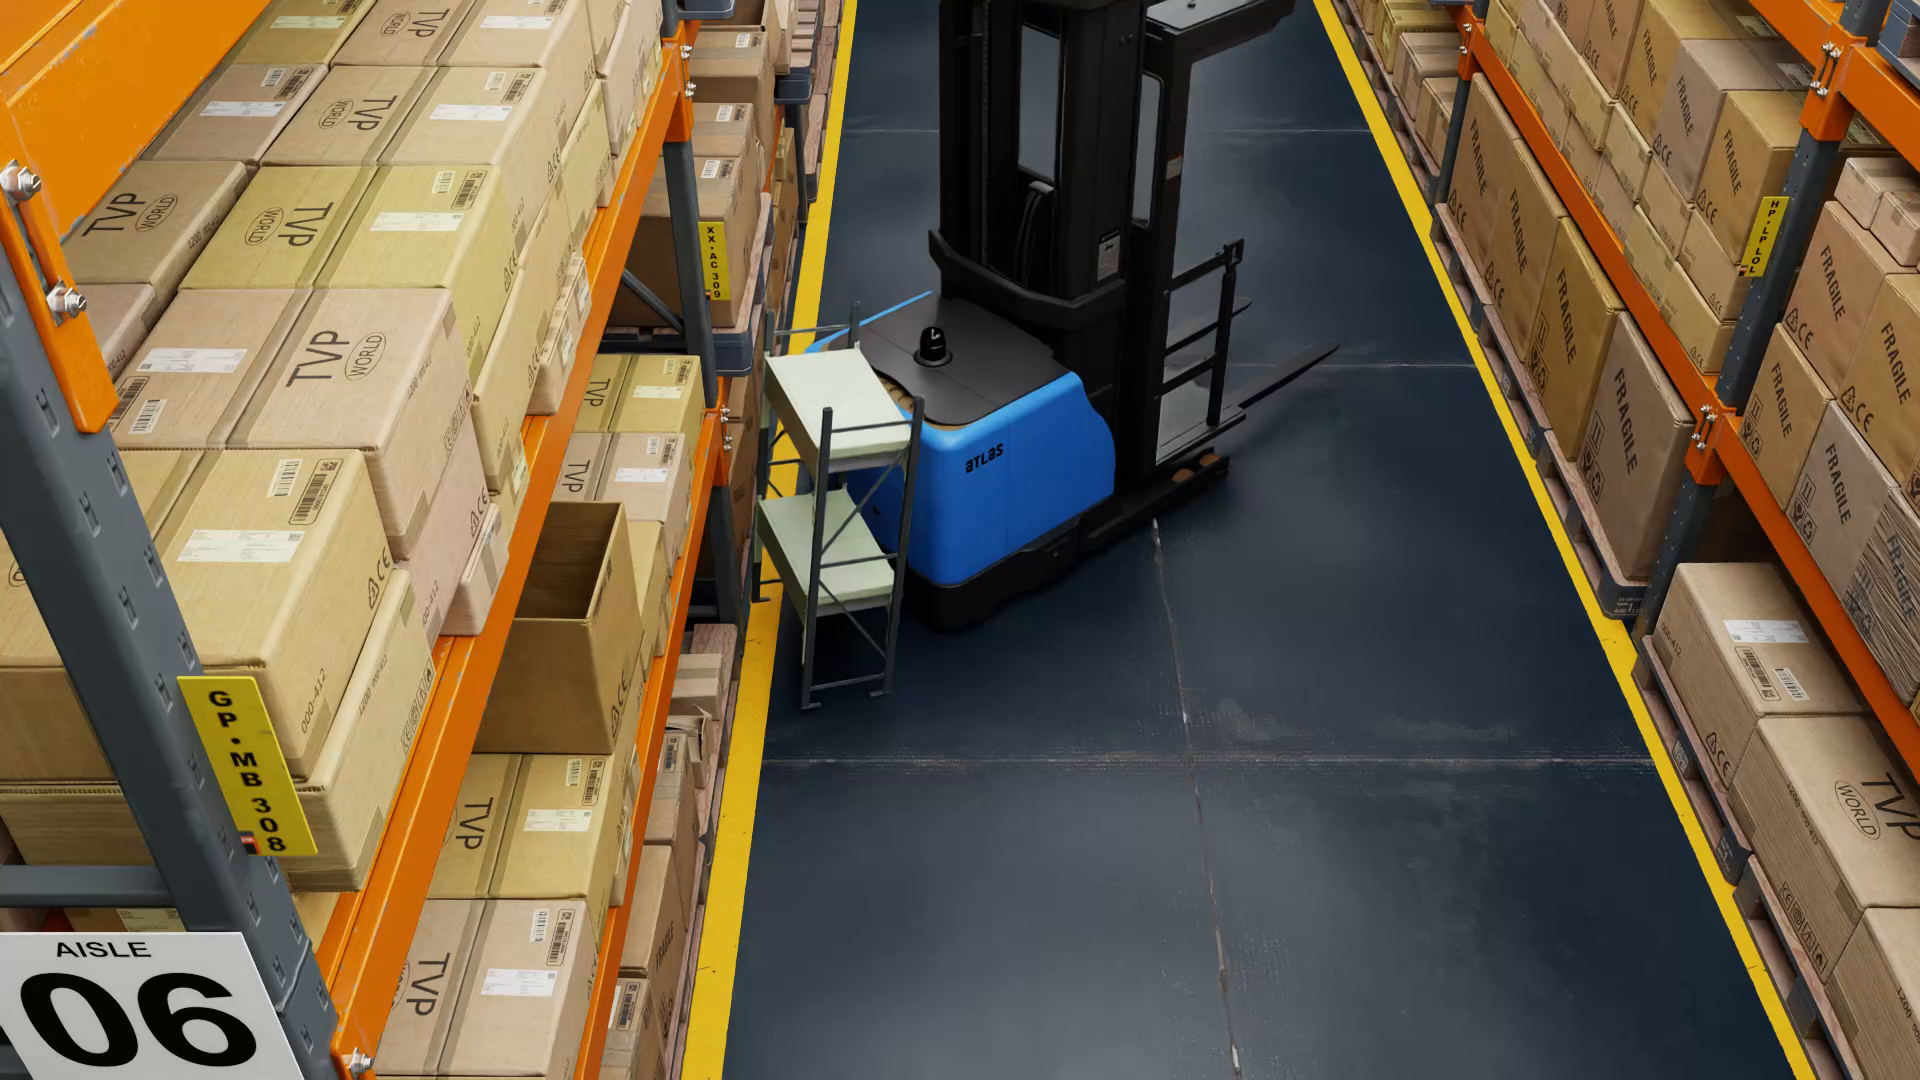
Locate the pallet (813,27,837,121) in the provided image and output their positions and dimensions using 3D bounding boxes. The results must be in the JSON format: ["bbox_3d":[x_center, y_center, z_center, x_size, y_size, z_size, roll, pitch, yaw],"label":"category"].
[{"bbox_3d":[-1.425,-3.384,12.049,1.003,0.211,1.213,0,39,0],"label":"pallet"}]

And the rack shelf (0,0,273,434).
[{"bbox_3d":[-1.458,-1.503,3.253,1.077,0.370,4.000,0,39,0],"label":"rack shelf"}]

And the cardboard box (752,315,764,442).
[{"bbox_3d":[-1.242,-0.831,8.296,0.500,0.500,0.500,-1,39,-1],"label":"cardboard box"}]

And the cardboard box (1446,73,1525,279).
[{"bbox_3d":[3.417,-2.105,9.586,0.875,0.875,0.875,0,39,0],"label":"cardboard box"}]

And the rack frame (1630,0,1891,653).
[{"bbox_3d":[3.504,-0.700,6.471,1.000,3.000,0.127,0,39,0],"label":"rack frame"}]

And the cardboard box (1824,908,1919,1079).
[{"bbox_3d":[3.398,1.652,5.248,0.875,0.438,0.875,1,39,1],"label":"cardboard box"}]

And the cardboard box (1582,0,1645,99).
[{"bbox_3d":[3.248,-2.373,7.679,0.500,0.500,0.500,1,39,1],"label":"cardboard box"}]

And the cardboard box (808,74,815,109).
[{"bbox_3d":[-1.460,-3.232,11.193,0.875,0.625,0.625,1,39,1],"label":"cardboard box"}]

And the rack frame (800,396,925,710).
[{"bbox_3d":[-0.404,0.086,6.652,0.400,1.500,0.023,-9,40,-21],"label":"rack frame"}]

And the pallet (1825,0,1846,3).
[{"bbox_3d":[3.453,-2.370,6.308,0.805,0.209,1.217,-1,39,-2],"label":"pallet"}]

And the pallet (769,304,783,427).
[{"bbox_3d":[-1.503,-0.880,8.925,1.003,0.211,1.213,0,39,0],"label":"pallet"}]

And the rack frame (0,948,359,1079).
[{"bbox_3d":[-1.455,1.807,3.342,1.000,3.000,0.127,0,39,0],"label":"rack frame"}]

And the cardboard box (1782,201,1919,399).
[{"bbox_3d":[3.262,-0.832,5.755,0.500,0.500,0.500,0,39,0],"label":"cardboard box"}]

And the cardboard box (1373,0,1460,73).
[{"bbox_3d":[3.504,-3.629,11.891,0.950,0.372,0.625,1,39,1],"label":"cardboard box"}]

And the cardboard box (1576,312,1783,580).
[{"bbox_3d":[3.423,-0.423,7.488,0.875,0.875,0.875,1,39,1],"label":"cardboard box"}]

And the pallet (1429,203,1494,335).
[{"bbox_3d":[3.425,-1.621,9.849,1.003,0.211,1.213,0,39,0],"label":"pallet"}]

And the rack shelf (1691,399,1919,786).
[{"bbox_3d":[3.506,0.831,5.135,1.077,0.370,4.000,0,39,0],"label":"rack shelf"}]

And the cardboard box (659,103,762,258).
[{"bbox_3d":[-1.237,-1.524,7.083,0.700,0.500,0.500,0,39,0],"label":"cardboard box"}]

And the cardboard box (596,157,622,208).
[{"bbox_3d":[-1.180,-1.068,4.731,0.380,0.149,0.250,0,39,0],"label":"cardboard box"}]

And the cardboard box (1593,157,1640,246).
[{"bbox_3d":[3.270,-1.556,7.659,0.500,0.250,0.500,-1,39,-1],"label":"cardboard box"}]

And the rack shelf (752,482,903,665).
[{"bbox_3d":[-0.578,0.131,7.109,0.431,0.370,0.720,-9,40,-21],"label":"rack shelf"}]

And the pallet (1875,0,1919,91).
[{"bbox_3d":[3.494,-1.325,4.922,1.003,0.211,1.213,0,39,0],"label":"pallet"}]

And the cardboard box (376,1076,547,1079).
[{"bbox_3d":[-1.186,1.465,3.650,0.500,0.250,0.500,0,39,0],"label":"cardboard box"}]

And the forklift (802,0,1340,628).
[{"bbox_3d":[0.707,-1.547,7.583,3.031,2.935,1.130,-30,47,-32],"label":"forklift"}]

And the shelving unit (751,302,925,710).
[{"bbox_3d":[-0.541,-0.129,6.915,0.431,1.500,0.755,-9,40,-21],"label":"shelving unit"}]

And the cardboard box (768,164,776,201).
[{"bbox_3d":[-1.223,-1.993,9.229,0.380,0.149,0.250,-1,39,-2],"label":"cardboard box"}]

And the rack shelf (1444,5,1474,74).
[{"bbox_3d":[3.497,-4.172,11.378,1.077,0.370,4.000,0,39,0],"label":"rack shelf"}]

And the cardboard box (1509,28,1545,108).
[{"bbox_3d":[3.266,-2.516,8.856,0.500,0.250,0.500,-1,39,-1],"label":"cardboard box"}]

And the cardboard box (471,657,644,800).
[{"bbox_3d":[-1.213,0.513,4.838,0.500,0.250,0.500,-1,39,-1],"label":"cardboard box"}]

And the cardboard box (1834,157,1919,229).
[{"bbox_3d":[3.245,-1.185,5.677,0.380,0.149,0.250,-1,39,-1],"label":"cardboard box"}]

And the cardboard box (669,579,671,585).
[{"bbox_3d":[-1.187,0.092,5.683,0.380,0.149,0.250,1,39,1],"label":"cardboard box"}]

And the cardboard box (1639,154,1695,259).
[{"bbox_3d":[3.252,-1.425,7.095,0.500,0.250,0.500,1,39,1],"label":"cardboard box"}]

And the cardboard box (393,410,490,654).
[{"bbox_3d":[-1.204,-0.017,3.101,0.500,0.250,0.500,1,39,1],"label":"cardboard box"}]

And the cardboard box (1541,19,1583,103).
[{"bbox_3d":[3.241,-2.386,8.295,0.500,0.250,0.500,0,39,0],"label":"cardboard box"}]

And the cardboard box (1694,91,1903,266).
[{"bbox_3d":[3.252,-1.409,6.475,0.500,0.500,0.500,1,39,1],"label":"cardboard box"}]

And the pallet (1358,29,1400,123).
[{"bbox_3d":[3.501,-3.363,12.024,1.003,0.211,1.213,0,39,0],"label":"pallet"}]

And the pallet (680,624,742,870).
[{"bbox_3d":[-1.460,0.823,6.800,1.003,0.211,1.213,0,39,0],"label":"pallet"}]

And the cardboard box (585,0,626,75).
[{"bbox_3d":[-1.209,-1.485,4.533,0.500,0.250,0.500,-1,39,-1],"label":"cardboard box"}]

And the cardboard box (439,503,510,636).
[{"bbox_3d":[-1.130,0.055,3.331,0.380,0.149,0.250,1,39,1],"label":"cardboard box"}]

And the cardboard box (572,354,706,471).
[{"bbox_3d":[-1.215,-0.434,6.020,0.500,0.250,0.500,1,39,1],"label":"cardboard box"}]

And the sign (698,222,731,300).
[{"bbox_3d":[-0.917,-1.037,6.199,0.100,0.325,0.005,0,39,0],"label":"sign"}]

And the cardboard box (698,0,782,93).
[{"bbox_3d":[-1.278,-2.379,8.148,0.797,0.503,0.637,-1,39,-1],"label":"cardboard box"}]

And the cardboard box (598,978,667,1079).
[{"bbox_3d":[-1.323,1.701,5.137,0.700,0.500,0.500,1,39,2],"label":"cardboard box"}]

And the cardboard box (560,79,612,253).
[{"bbox_3d":[-1.209,-0.976,4.298,0.500,0.250,0.500,1,39,1],"label":"cardboard box"}]

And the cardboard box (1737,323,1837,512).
[{"bbox_3d":[3.242,-0.446,6.073,0.500,0.500,0.500,1,39,1],"label":"cardboard box"}]

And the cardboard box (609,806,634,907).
[{"bbox_3d":[-1.133,0.894,4.683,0.380,0.149,0.250,-1,39,-1],"label":"cardboard box"}]

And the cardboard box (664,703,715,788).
[{"bbox_3d":[-1.165,0.780,6.474,0.396,0.266,0.258,1,39,2],"label":"cardboard box"}]

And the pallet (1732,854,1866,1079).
[{"bbox_3d":[3.431,1.628,5.795,1.003,0.211,1.213,0,39,0],"label":"pallet"}]

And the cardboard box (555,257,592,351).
[{"bbox_3d":[-1.133,-0.580,4.122,0.380,0.149,0.250,1,39,1],"label":"cardboard box"}]

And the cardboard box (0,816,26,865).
[{"bbox_3d":[-1.728,0.301,2.705,0.500,0.250,0.500,-1,39,-1],"label":"cardboard box"}]

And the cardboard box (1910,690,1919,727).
[{"bbox_3d":[3.234,0.502,4.890,0.500,0.500,0.500,1,39,1],"label":"cardboard box"}]

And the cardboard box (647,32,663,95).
[{"bbox_3d":[-1.164,-1.542,5.324,0.380,0.149,0.250,0,39,0],"label":"cardboard box"}]

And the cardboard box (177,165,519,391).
[{"bbox_3d":[-1.201,-0.526,3.337,0.500,0.250,0.500,-1,39,-1],"label":"cardboard box"}]

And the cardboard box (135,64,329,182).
[{"bbox_3d":[-1.719,-0.854,3.747,0.500,0.250,0.500,0,39,0],"label":"cardboard box"}]

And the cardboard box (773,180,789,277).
[{"bbox_3d":[-1.259,-1.807,9.515,0.500,0.500,0.500,-1,39,-1],"label":"cardboard box"}]
